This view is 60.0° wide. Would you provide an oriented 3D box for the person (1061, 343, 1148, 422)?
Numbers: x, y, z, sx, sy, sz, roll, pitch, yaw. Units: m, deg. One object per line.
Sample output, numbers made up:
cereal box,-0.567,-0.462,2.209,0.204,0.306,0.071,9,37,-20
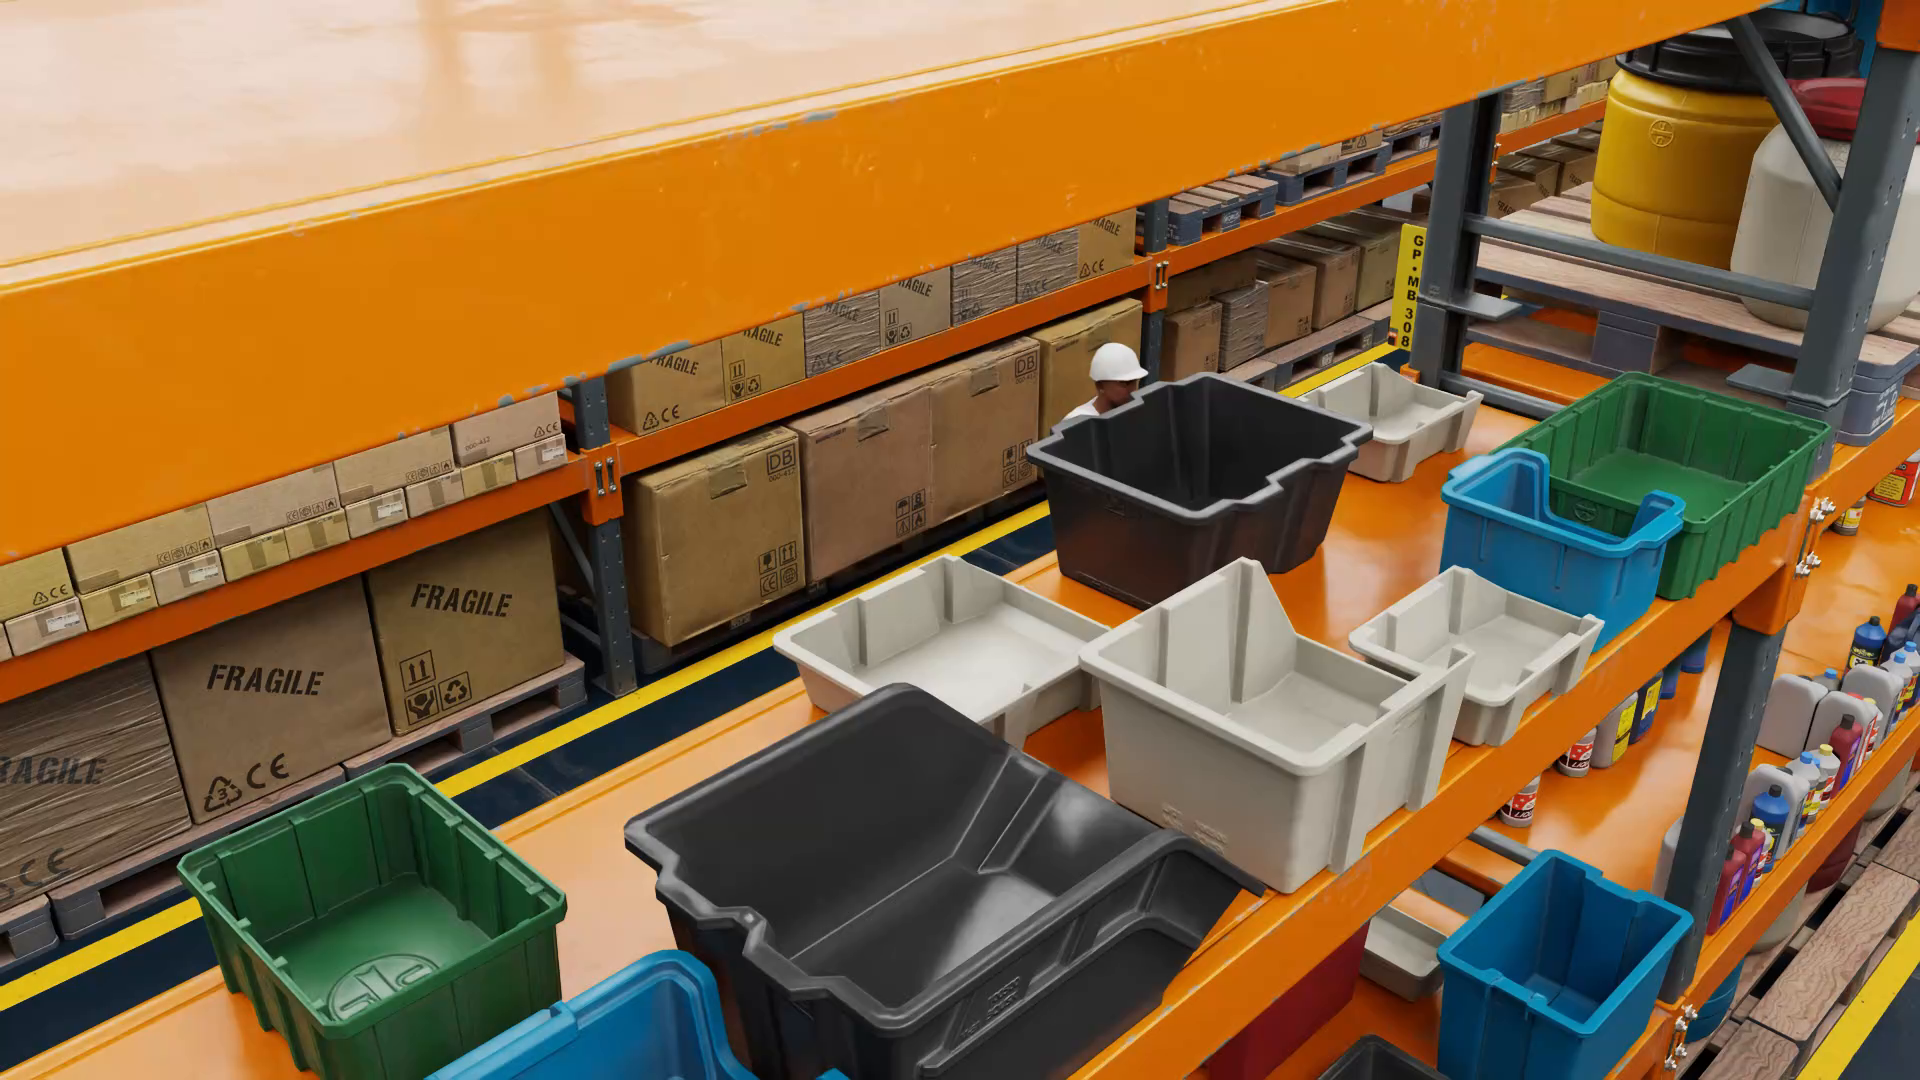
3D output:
person,0.721,-0.046,7.703,0.553,1.801,0.424,-24,36,-38
